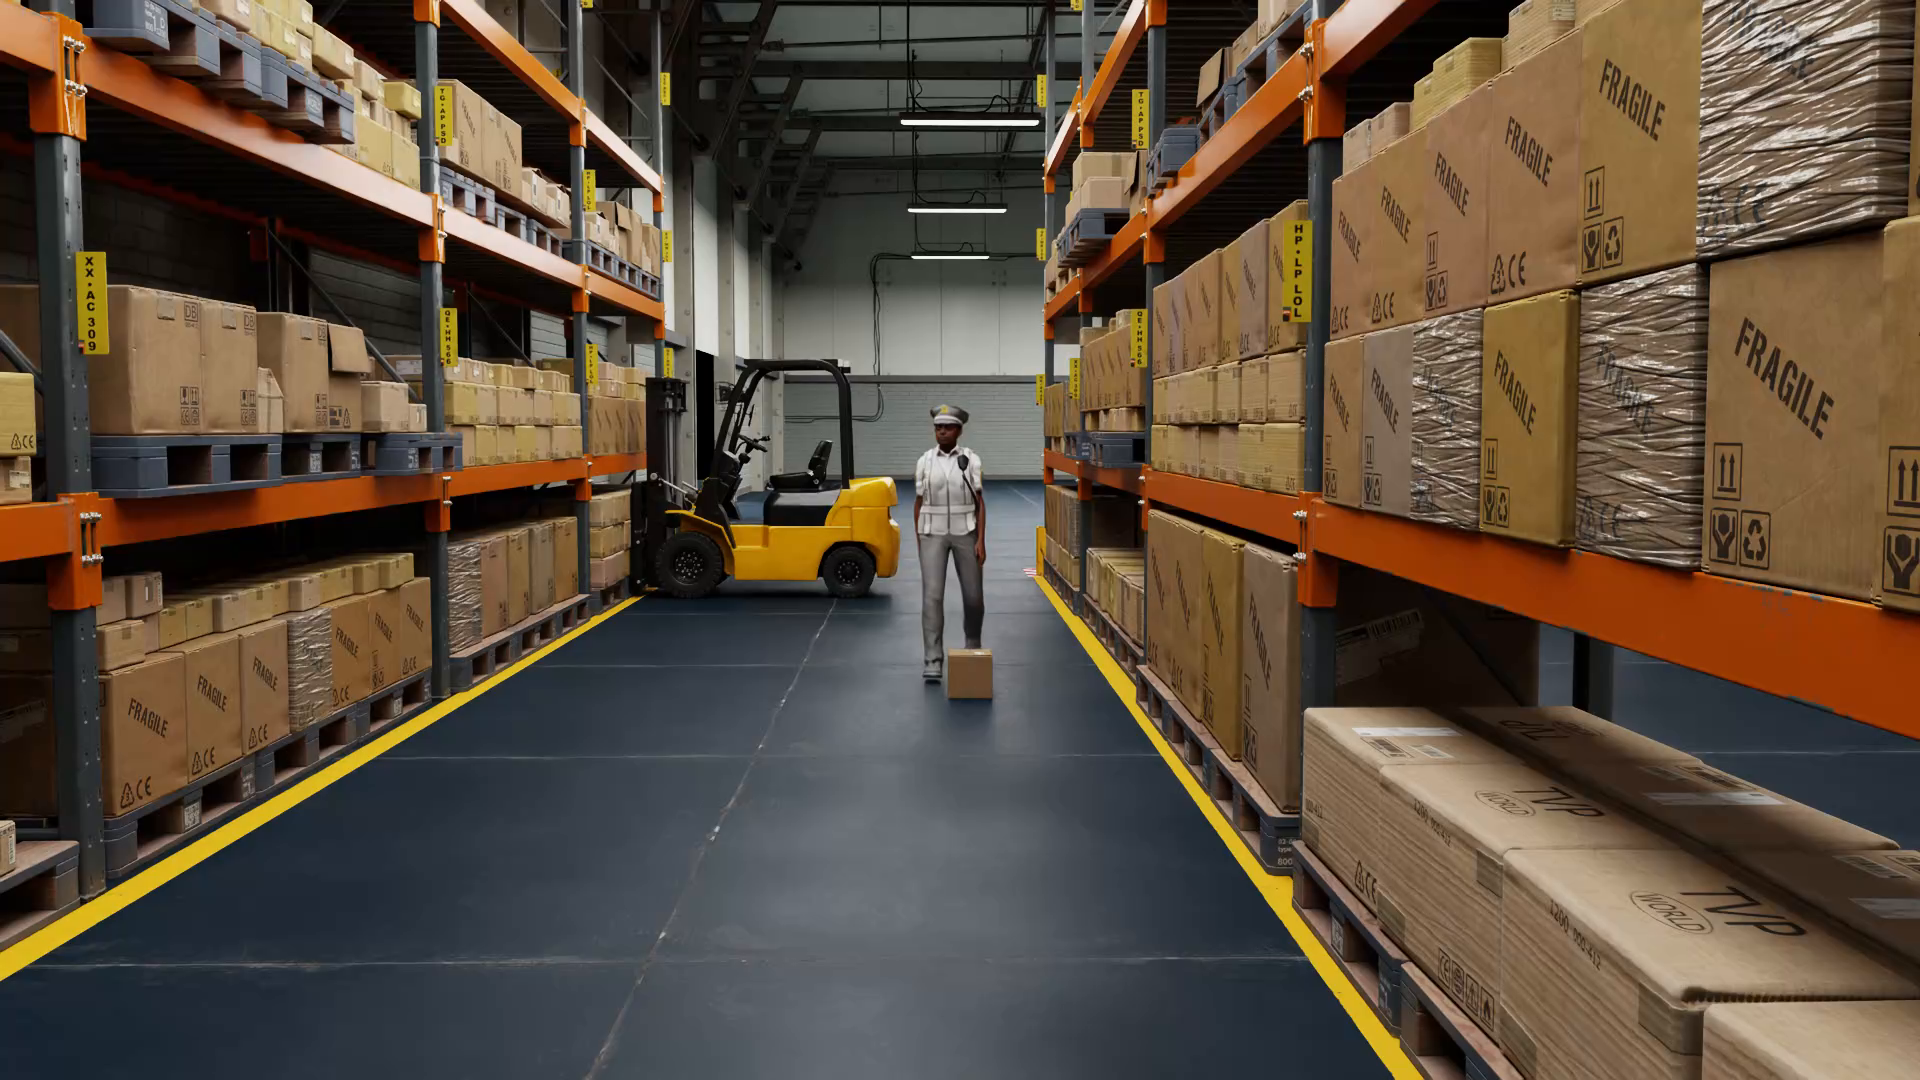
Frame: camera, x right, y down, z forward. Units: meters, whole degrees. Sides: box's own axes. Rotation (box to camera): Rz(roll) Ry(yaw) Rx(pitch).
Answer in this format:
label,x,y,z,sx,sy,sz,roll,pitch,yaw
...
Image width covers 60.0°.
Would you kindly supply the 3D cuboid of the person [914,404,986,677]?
label,x,y,z,sx,sy,sz,roll,pitch,yaw
person,-0.064,-0.010,10.287,0.448,1.653,0.790,0,4,0
